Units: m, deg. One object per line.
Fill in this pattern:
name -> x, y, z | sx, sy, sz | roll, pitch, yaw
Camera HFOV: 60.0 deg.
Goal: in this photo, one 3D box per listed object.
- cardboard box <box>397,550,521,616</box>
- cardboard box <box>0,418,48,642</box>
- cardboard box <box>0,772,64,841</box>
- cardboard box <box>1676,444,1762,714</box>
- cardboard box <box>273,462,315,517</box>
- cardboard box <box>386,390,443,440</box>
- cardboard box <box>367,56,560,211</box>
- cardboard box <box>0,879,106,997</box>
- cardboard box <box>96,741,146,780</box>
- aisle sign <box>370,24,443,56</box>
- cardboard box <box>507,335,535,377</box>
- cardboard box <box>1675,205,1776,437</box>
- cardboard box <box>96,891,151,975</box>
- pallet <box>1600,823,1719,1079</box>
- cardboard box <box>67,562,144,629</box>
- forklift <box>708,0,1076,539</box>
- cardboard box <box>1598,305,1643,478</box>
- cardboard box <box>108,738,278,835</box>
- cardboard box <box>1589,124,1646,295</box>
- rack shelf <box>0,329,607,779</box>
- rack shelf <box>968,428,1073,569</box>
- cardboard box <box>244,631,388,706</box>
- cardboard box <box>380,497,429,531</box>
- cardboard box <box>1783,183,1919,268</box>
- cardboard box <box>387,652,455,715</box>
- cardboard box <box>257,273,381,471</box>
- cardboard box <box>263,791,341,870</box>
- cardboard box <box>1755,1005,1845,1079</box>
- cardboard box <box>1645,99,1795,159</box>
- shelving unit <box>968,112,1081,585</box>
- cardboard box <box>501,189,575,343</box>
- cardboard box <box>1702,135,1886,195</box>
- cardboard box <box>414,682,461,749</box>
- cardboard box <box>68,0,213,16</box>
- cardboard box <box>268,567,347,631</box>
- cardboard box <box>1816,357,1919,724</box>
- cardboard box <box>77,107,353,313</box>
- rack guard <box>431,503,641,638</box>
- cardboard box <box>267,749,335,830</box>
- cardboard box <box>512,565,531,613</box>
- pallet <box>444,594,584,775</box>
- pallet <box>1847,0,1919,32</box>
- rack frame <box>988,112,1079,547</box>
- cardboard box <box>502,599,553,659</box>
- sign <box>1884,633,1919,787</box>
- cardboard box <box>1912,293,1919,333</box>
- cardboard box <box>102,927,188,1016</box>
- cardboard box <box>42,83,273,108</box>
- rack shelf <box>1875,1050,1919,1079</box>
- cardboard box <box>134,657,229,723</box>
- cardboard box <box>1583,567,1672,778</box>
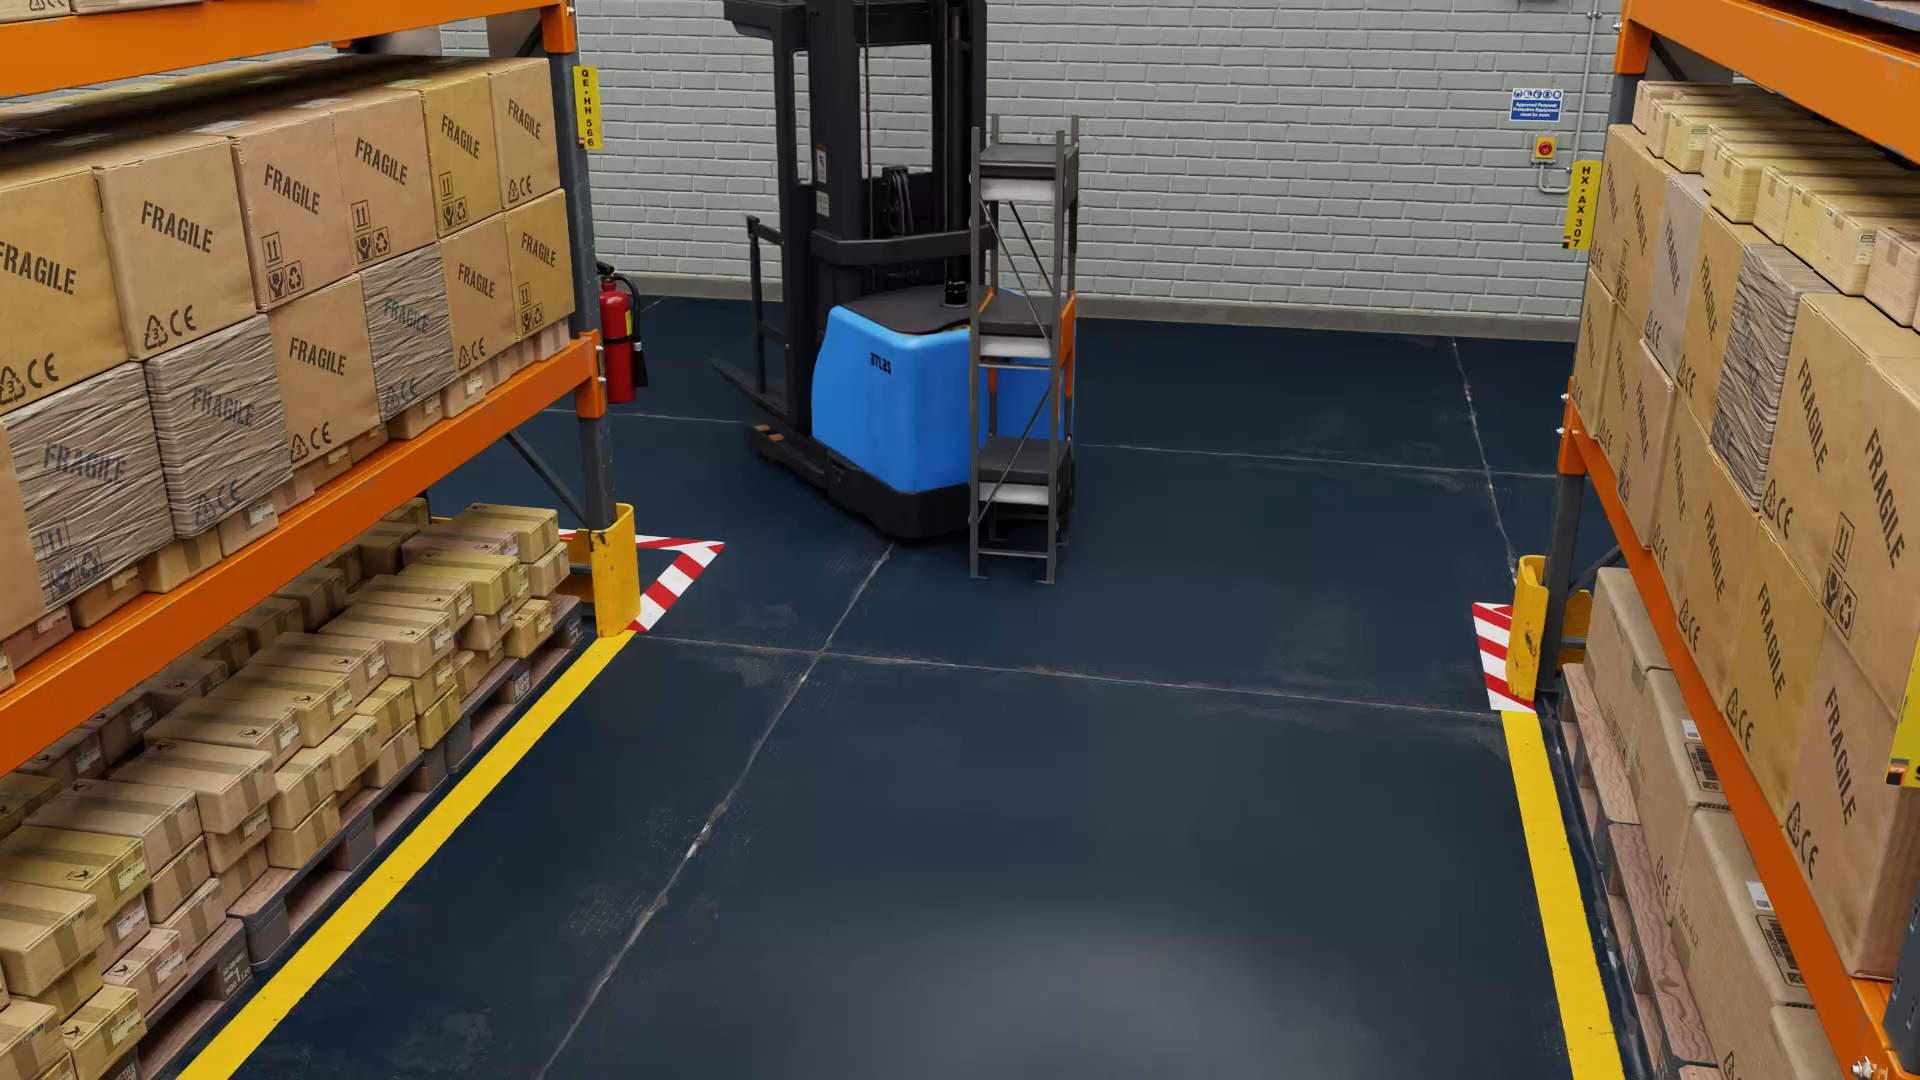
cardboard box -> -1.923, 0.163, 6.392 | 0.380, 0.149, 0.250 | 4, 22, 10
cardboard box -> -2.495, 0.023, 3.749 | 0.500, 0.500, 0.500 | 4, 22, 10
cardboard box -> -2.839, 0.794, 4.825 | 0.380, 0.149, 0.250 | 5, 23, 13
cardboard box -> 2.056, 0.101, 3.955 | 0.500, 0.500, 0.500 | 4, 22, 10
cardboard box -> -2.235, -0.180, 5.121 | 0.380, 0.149, 0.250 | 5, 23, 13
cardboard box -> -2.053, -0.466, 5.832 | 0.380, 0.149, 0.250 | 3, 22, 9
cardboard box -> -1.877, -1.555, 6.330 | 0.500, 0.500, 0.500 | 4, 22, 10
cardboard box -> -2.456, 1.015, 4.277 | 0.380, 0.149, 0.250 | 6, 23, 14
cardboard box -> -2.755, 0.745, 5.345 | 0.380, 0.149, 0.250 | 3, 22, 8
aisle sign -> -2.306, -2.349, 6.691 | 0.394, 0.787, 0.004 | 4, 22, 11
cardboard box -> -1.904, -0.748, 6.532 | 0.380, 0.149, 0.250 | 4, 22, 11
cardboard box -> 2.166, -0.549, 4.229 | 0.500, 0.500, 0.500 | 5, 22, 11
cardboard box -> -2.478, 1.059, 4.564 | 0.380, 0.149, 0.250 | 4, 22, 11
pallet -> 2.502, 1.283, 4.884 | 1.003, 0.211, 1.213 | 4, 22, 11
cardboard box -> -2.421, 0.107, 4.410 | 0.380, 0.149, 0.250 | 3, 22, 9
forklift -> -0.571, -1.871, 9.076 | 1.130, 2.935, 3.031 | -12, 25, -27
cardboard box -> 2.385, -0.459, 5.344 | 0.500, 0.500, 0.500 | 4, 22, 10
cardboard box -> -2.290, 0.734, 4.973 | 0.380, 0.149, 0.250 | 5, 22, 12
cardboard box -> 2.463, -1.110, 5.621 | 0.500, 0.500, 0.500 | 4, 22, 10
rack shelf -> -2.435, -0.028, 5.372 | 1.077, 0.370, 4.000 | 4, 22, 11
rack shelf -> 0.294, -0.205, 7.963 | 0.431, 0.518, 0.480 | 4, 22, 10
cardboard box -> -2.200, 0.443, 5.696 | 0.380, 0.149, 0.250 | 4, 22, 9
cardboard box -> -2.466, -0.076, 6.985 | 0.380, 0.149, 0.250 | 3, 22, 8
cardboard box -> 2.097, -0.701, 3.739 | 0.380, 0.149, 0.250 | 4, 22, 10
cardboard box -> -2.053, 0.491, 5.974 | 0.380, 0.149, 0.250 | 5, 22, 12
cardboard box -> -2.183, -0.538, 5.143 | 0.500, 0.500, 0.500 | 6, 23, 14
cardboard box -> -2.229, 0.911, 5.331 | 0.380, 0.149, 0.250 | 4, 22, 9
cardboard box -> 2.257, 1.482, 3.526 | 0.875, 0.438, 0.875 | 4, 22, 10
cardboard box -> 2.347, -1.268, 5.146 | 0.380, 0.149, 0.250 | 5, 23, 13
shelving unit -> 0.294, -0.867, 7.696 | 0.431, 2.100, 0.503 | 4, 22, 10
cardboard box -> -1.867, -1.094, 6.523 | 0.500, 0.500, 0.500 | 5, 22, 12
cardboard box -> 2.217, -0.982, 4.437 | 0.380, 0.149, 0.250 | 5, 22, 11
cardboard box -> -2.050, 0.624, 6.044 | 0.380, 0.149, 0.250 | 3, 22, 9
cardboard box -> -2.272, -1.475, 4.185 | 0.500, 0.250, 0.500 | 5, 23, 13
cardboard box -> -2.551, 0.213, 6.267 | 0.380, 0.149, 0.250 | 3, 22, 8
cardboard box -> 1.849, 0.006, 2.852 | 0.500, 0.500, 0.500 | 4, 22, 10
cardboard box -> -2.182, -0.986, 4.915 | 0.500, 0.500, 0.500 | 4, 22, 9
rack guard -> -2.042, 0.094, 7.452 | 1.175, 0.500, 0.348 | 4, 22, 11
cardboard box -> -2.227, 0.775, 5.271 | 0.380, 0.149, 0.250 | 4, 22, 11
cardboard box -> -1.961, 0.202, 6.692 | 0.380, 0.149, 0.250 | 4, 22, 10
pallet -> -2.243, 0.522, 6.775 | 1.003, 0.211, 1.213 | 4, 22, 11
pallet -> 2.201, -0.939, 2.774 | 1.003, 0.211, 1.213 | 4, 22, 11
rack frame -> 0.340, -0.957, 7.918 | 0.400, 2.100, 0.015 | 4, 22, 10
cardboard box -> -1.884, 0.344, 6.738 | 0.380, 0.149, 0.250 | 5, 23, 13
sign -> 1.480, 0.230, 2.503 | 0.100, 0.325, 0.005 | 4, 22, 11
cardboard box -> 1.995, -0.417, 3.033 | 0.380, 0.149, 0.250 | 4, 22, 11
cardboard box -> -2.400, 1.196, 4.623 | 0.380, 0.149, 0.250 | 4, 22, 11
cardboard box -> -2.603, -1.224, 5.508 | 0.500, 0.500, 0.500 | 4, 22, 10
rack shelf -> 1.615, 1.775, 0.895 | 1.077, 0.370, 4.000 | 4, 22, 11
cardboard box -> -2.673, 0.506, 5.540 | 0.380, 0.149, 0.250 | 5, 22, 11
cardboard box -> 2.803, 0.489, 5.991 | 0.875, 0.438, 0.875 | 4, 22, 9
